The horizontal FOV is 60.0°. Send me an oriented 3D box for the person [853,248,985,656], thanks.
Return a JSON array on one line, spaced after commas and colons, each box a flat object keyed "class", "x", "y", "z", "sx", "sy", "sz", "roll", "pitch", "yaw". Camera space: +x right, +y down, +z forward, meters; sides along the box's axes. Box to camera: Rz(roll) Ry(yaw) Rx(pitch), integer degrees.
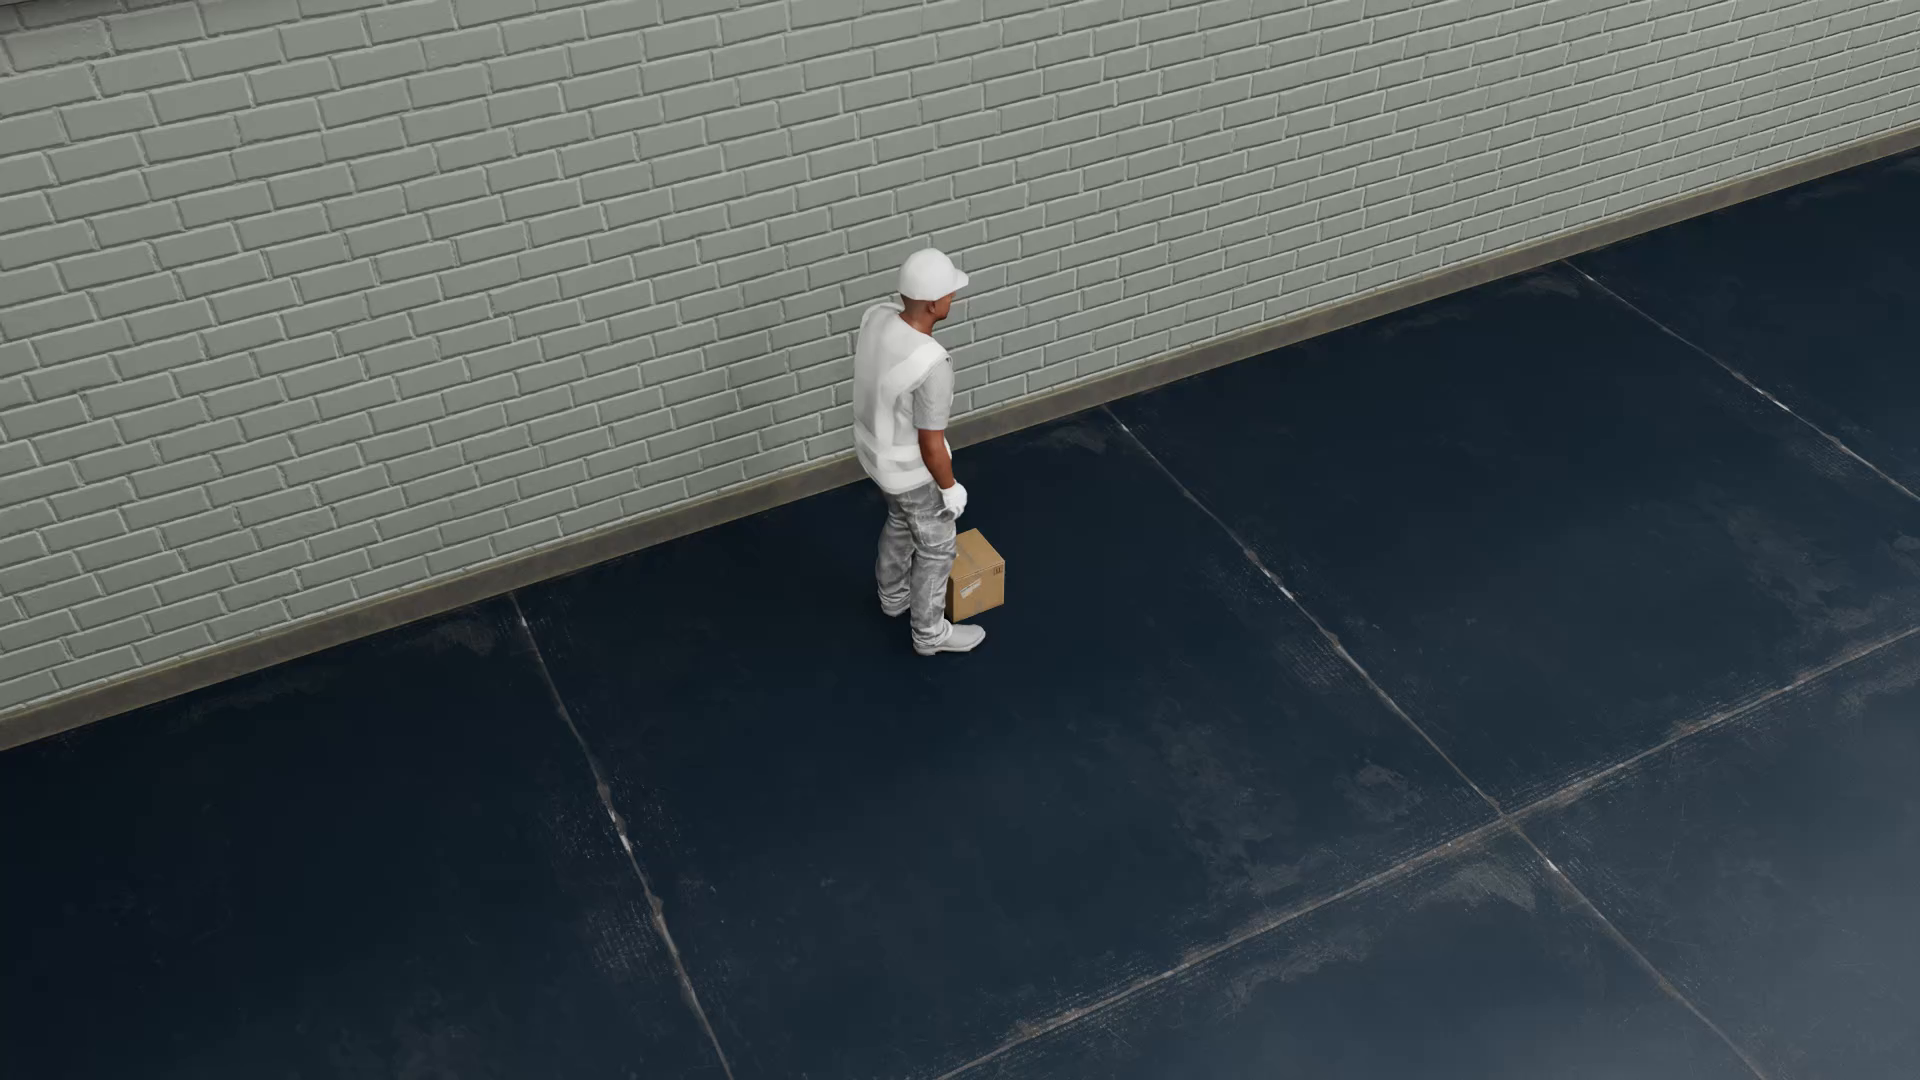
[{"class": "person", "x": -0.167, "y": -0.330, "z": 6.531, "sx": 0.449, "sy": 1.774, "sz": 0.617, "roll": -19, "pitch": 44, "yaw": -20}]
